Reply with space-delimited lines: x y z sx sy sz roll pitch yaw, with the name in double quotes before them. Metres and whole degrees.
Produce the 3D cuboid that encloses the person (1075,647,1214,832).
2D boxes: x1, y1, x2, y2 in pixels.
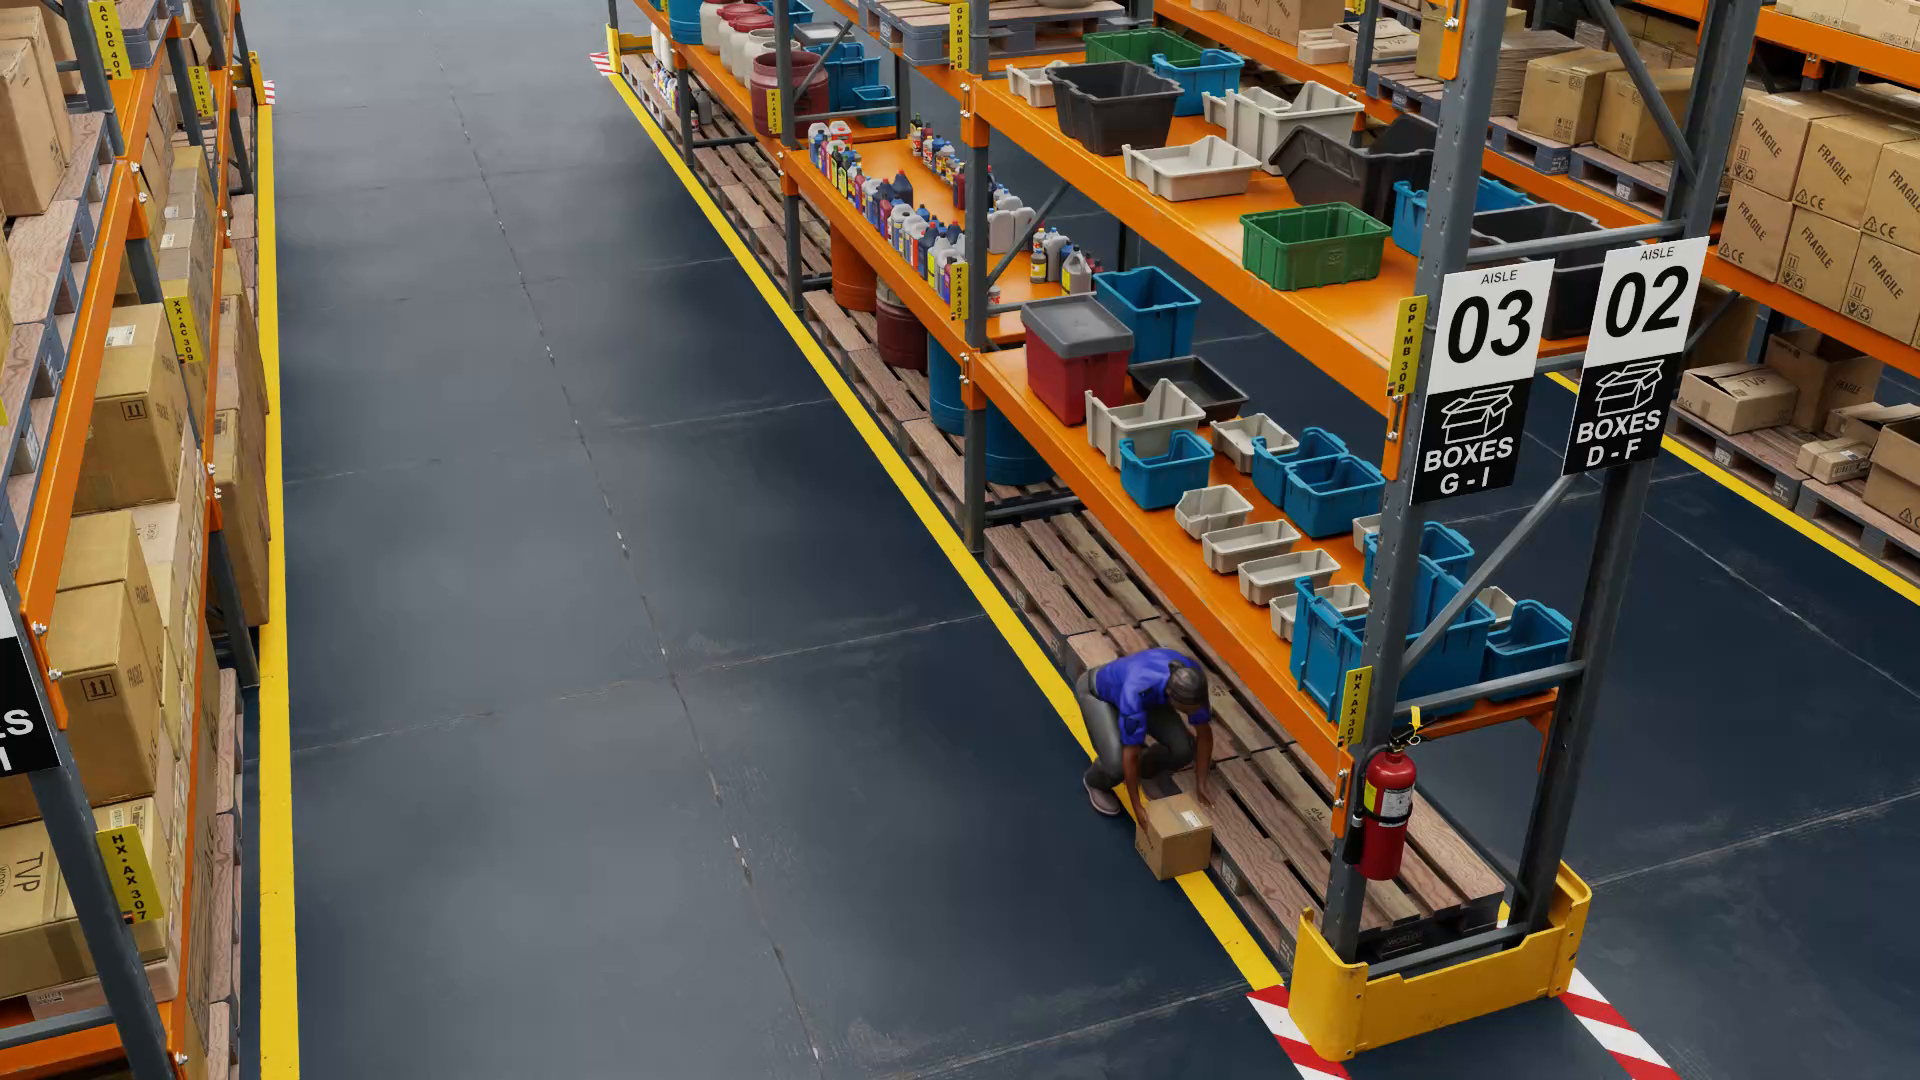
"person" 0.847 0.843 7.595 0.485 0.954 0.795 -11 32 -18
